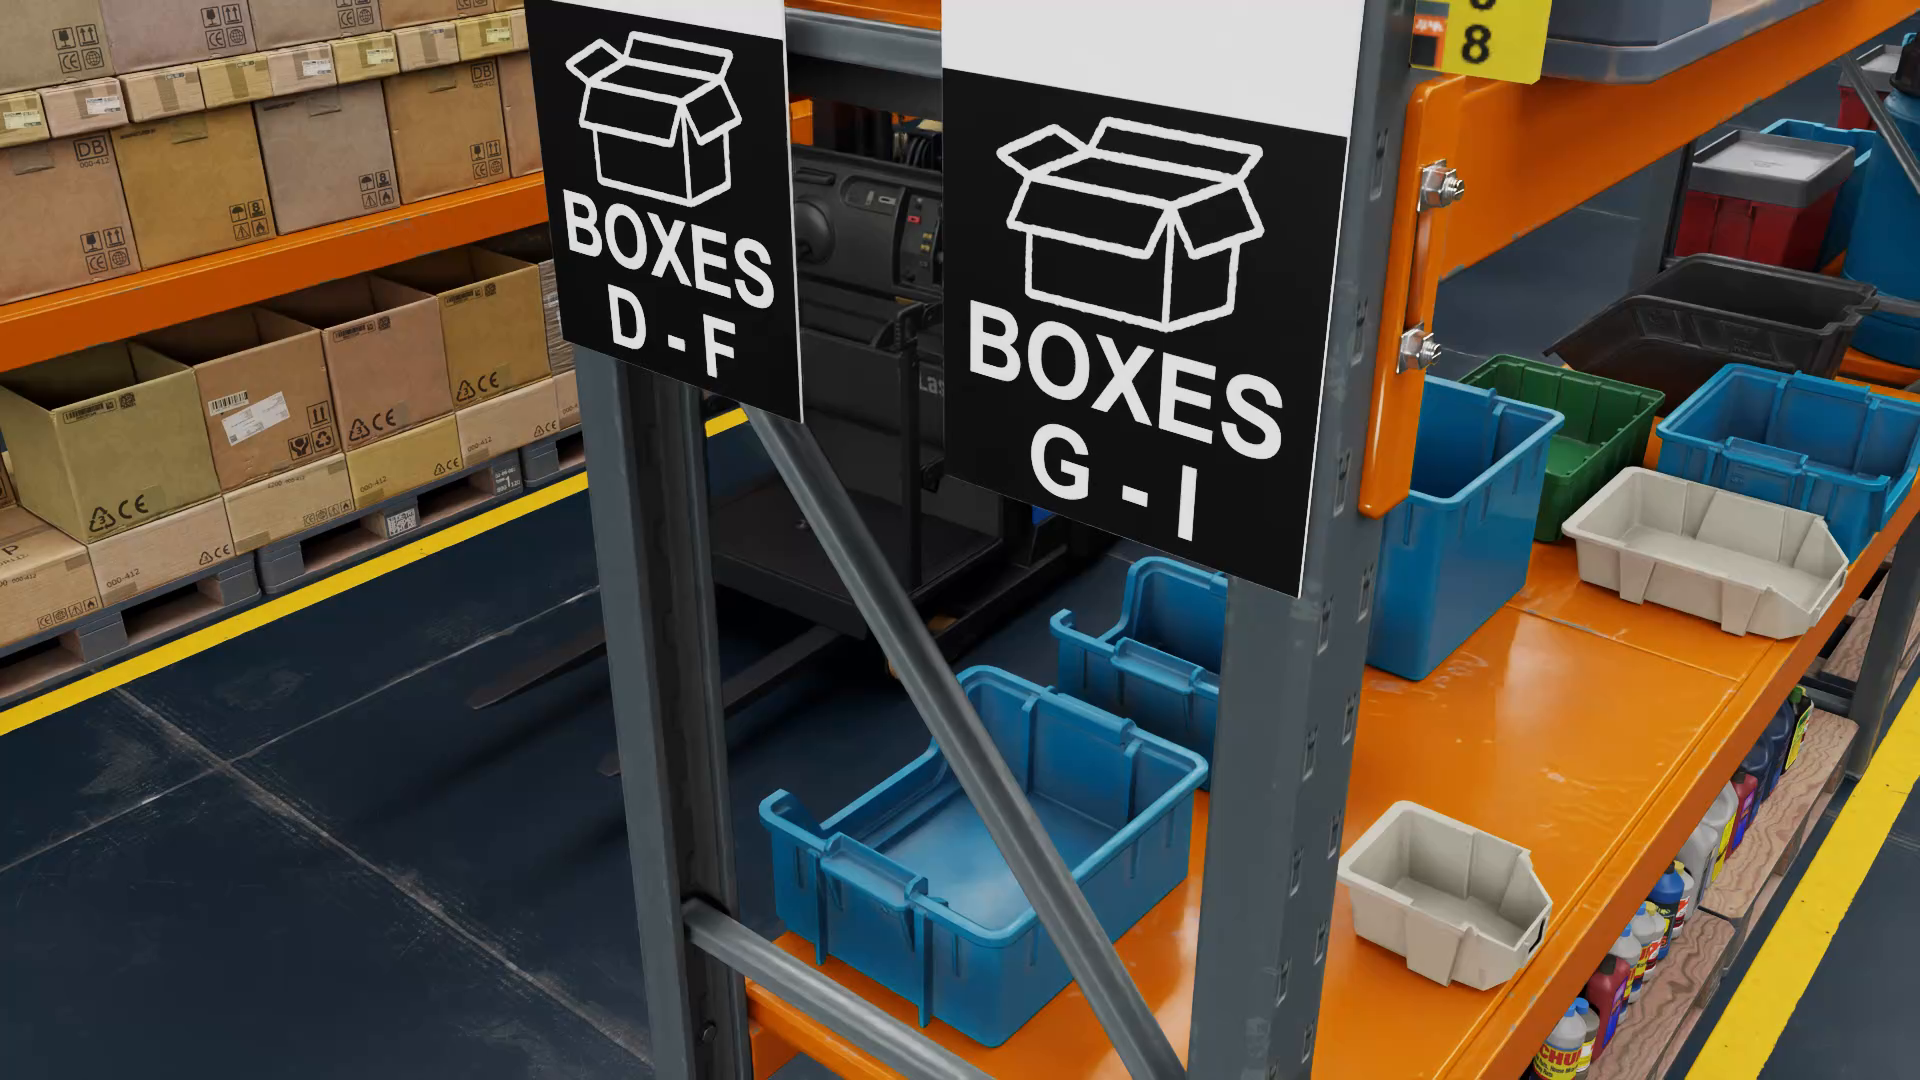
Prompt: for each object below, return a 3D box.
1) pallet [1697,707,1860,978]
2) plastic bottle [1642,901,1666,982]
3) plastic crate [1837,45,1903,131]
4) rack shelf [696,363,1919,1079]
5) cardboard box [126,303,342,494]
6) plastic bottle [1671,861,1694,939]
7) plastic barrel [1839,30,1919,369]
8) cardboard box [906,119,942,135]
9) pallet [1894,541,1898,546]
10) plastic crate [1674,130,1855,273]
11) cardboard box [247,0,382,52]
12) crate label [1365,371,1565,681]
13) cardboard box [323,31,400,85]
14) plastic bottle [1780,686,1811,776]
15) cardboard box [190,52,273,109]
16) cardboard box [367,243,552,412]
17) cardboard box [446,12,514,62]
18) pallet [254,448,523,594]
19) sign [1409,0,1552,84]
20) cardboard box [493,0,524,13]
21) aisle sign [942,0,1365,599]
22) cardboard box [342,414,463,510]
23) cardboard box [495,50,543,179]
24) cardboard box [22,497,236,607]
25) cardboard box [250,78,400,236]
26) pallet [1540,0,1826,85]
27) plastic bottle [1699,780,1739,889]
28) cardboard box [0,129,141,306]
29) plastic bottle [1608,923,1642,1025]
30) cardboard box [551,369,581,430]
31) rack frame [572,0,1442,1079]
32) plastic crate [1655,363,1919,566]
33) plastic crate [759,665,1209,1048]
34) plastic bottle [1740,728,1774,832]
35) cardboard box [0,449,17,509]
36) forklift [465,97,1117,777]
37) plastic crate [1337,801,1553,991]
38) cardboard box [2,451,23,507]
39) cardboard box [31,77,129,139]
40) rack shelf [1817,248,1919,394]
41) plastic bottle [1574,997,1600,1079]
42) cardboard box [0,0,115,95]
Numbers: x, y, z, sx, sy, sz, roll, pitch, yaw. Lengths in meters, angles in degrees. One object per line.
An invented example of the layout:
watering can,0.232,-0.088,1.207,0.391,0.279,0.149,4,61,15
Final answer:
pallet,2.042,0.732,5.105,1.003,0.211,1.213,21,34,34
plastic bottle,1.695,0.989,4.140,0.097,0.201,0.097,0,27,0
plastic crate,3.782,-1.696,6.693,0.402,0.464,0.583,21,34,34
rack shelf,1.229,0.296,3.696,1.077,0.370,4.000,21,34,34
cardboard box,-2.725,-0.546,6.259,0.500,0.500,0.500,21,34,34
plastic bottle,1.826,0.916,4.281,0.097,0.201,0.097,0,27,0
plastic barrel,2.981,-1.004,4.880,0.600,0.901,0.708,21,34,34
cardboard box,0.012,-2.345,9.944,0.500,0.311,0.500,20,33,33
pallet,3.747,-0.218,6.942,1.003,0.211,1.213,21,34,34
plastic crate,2.573,-1.022,5.391,0.402,0.464,0.583,21,34,34
cardboard box,-2.553,-2.109,6.042,0.700,0.500,0.500,21,34,34
crate label,0.919,-0.062,3.566,0.502,0.435,0.616,21,34,34
cardboard box,-2.302,-1.810,6.170,0.380,0.149,0.250,22,35,36
plastic bottle,2.450,0.546,4.908,0.061,0.283,0.133,23,35,37
cardboard box,-2.629,-1.629,5.820,0.380,0.149,0.250,20,34,34
cardboard box,-2.087,-0.899,6.943,0.500,0.500,0.500,21,34,34
cardboard box,-1.975,-1.995,6.527,0.380,0.149,0.250,21,34,34
pallet,-2.632,-0.239,6.982,1.003,0.211,1.213,21,34,34
sign,0.379,-0.488,1.155,0.100,0.325,0.005,21,34,34
cardboard box,-1.916,-2.463,6.727,0.700,0.500,0.500,21,34,34
aisle sign,0.137,-0.358,1.348,0.394,0.787,0.004,21,34,34
cardboard box,-2.395,-0.385,6.765,0.500,0.250,0.500,21,34,34
cardboard box,-1.926,-1.878,7.007,0.700,0.500,0.500,20,34,34
cardboard box,-3.035,-0.032,6.083,0.500,0.250,0.500,21,34,34
cardboard box,-2.573,-1.519,6.313,0.700,0.500,0.500,22,35,36
pallet,0.559,-0.827,2.026,1.003,0.211,1.213,21,34,34
plastic bottle,1.987,0.744,4.452,0.144,0.351,0.185,21,34,34
cardboard box,-3.226,-1.157,5.613,0.700,0.500,0.500,22,34,36
plastic bottle,1.569,1.029,3.987,0.097,0.271,0.097,0,27,0
cardboard box,-1.770,-0.744,7.459,0.500,0.250,0.500,21,34,34
rack frame,-0.040,0.687,2.158,0.949,2.616,0.053,21,34,34
plastic crate,2.007,-0.195,4.024,0.499,0.251,0.616,21,34,34
plastic crate,0.045,0.487,2.706,0.499,0.251,0.616,21,34,34
plastic bottle,2.192,0.629,4.673,0.144,0.351,0.185,19,33,32
cardboard box,-3.751,-0.339,5.860,0.500,0.500,0.500,21,34,34
forklift,-0.400,-1.055,5.599,1.130,2.935,3.031,19,33,32
plastic crate,0.775,0.580,2.652,0.298,0.136,0.250,21,34,34
cardboard box,-3.441,-0.186,6.380,0.500,0.250,0.500,21,34,34
cardboard box,-2.959,-1.443,5.460,0.380,0.149,0.250,20,34,34
rack shelf,3.773,-1.122,6.437,1.077,0.370,4.000,21,34,34
plastic bottle,1.417,1.145,3.839,0.097,0.201,0.097,0,27,0
cardboard box,-3.192,-1.753,5.352,0.700,0.500,0.500,20,33,33
